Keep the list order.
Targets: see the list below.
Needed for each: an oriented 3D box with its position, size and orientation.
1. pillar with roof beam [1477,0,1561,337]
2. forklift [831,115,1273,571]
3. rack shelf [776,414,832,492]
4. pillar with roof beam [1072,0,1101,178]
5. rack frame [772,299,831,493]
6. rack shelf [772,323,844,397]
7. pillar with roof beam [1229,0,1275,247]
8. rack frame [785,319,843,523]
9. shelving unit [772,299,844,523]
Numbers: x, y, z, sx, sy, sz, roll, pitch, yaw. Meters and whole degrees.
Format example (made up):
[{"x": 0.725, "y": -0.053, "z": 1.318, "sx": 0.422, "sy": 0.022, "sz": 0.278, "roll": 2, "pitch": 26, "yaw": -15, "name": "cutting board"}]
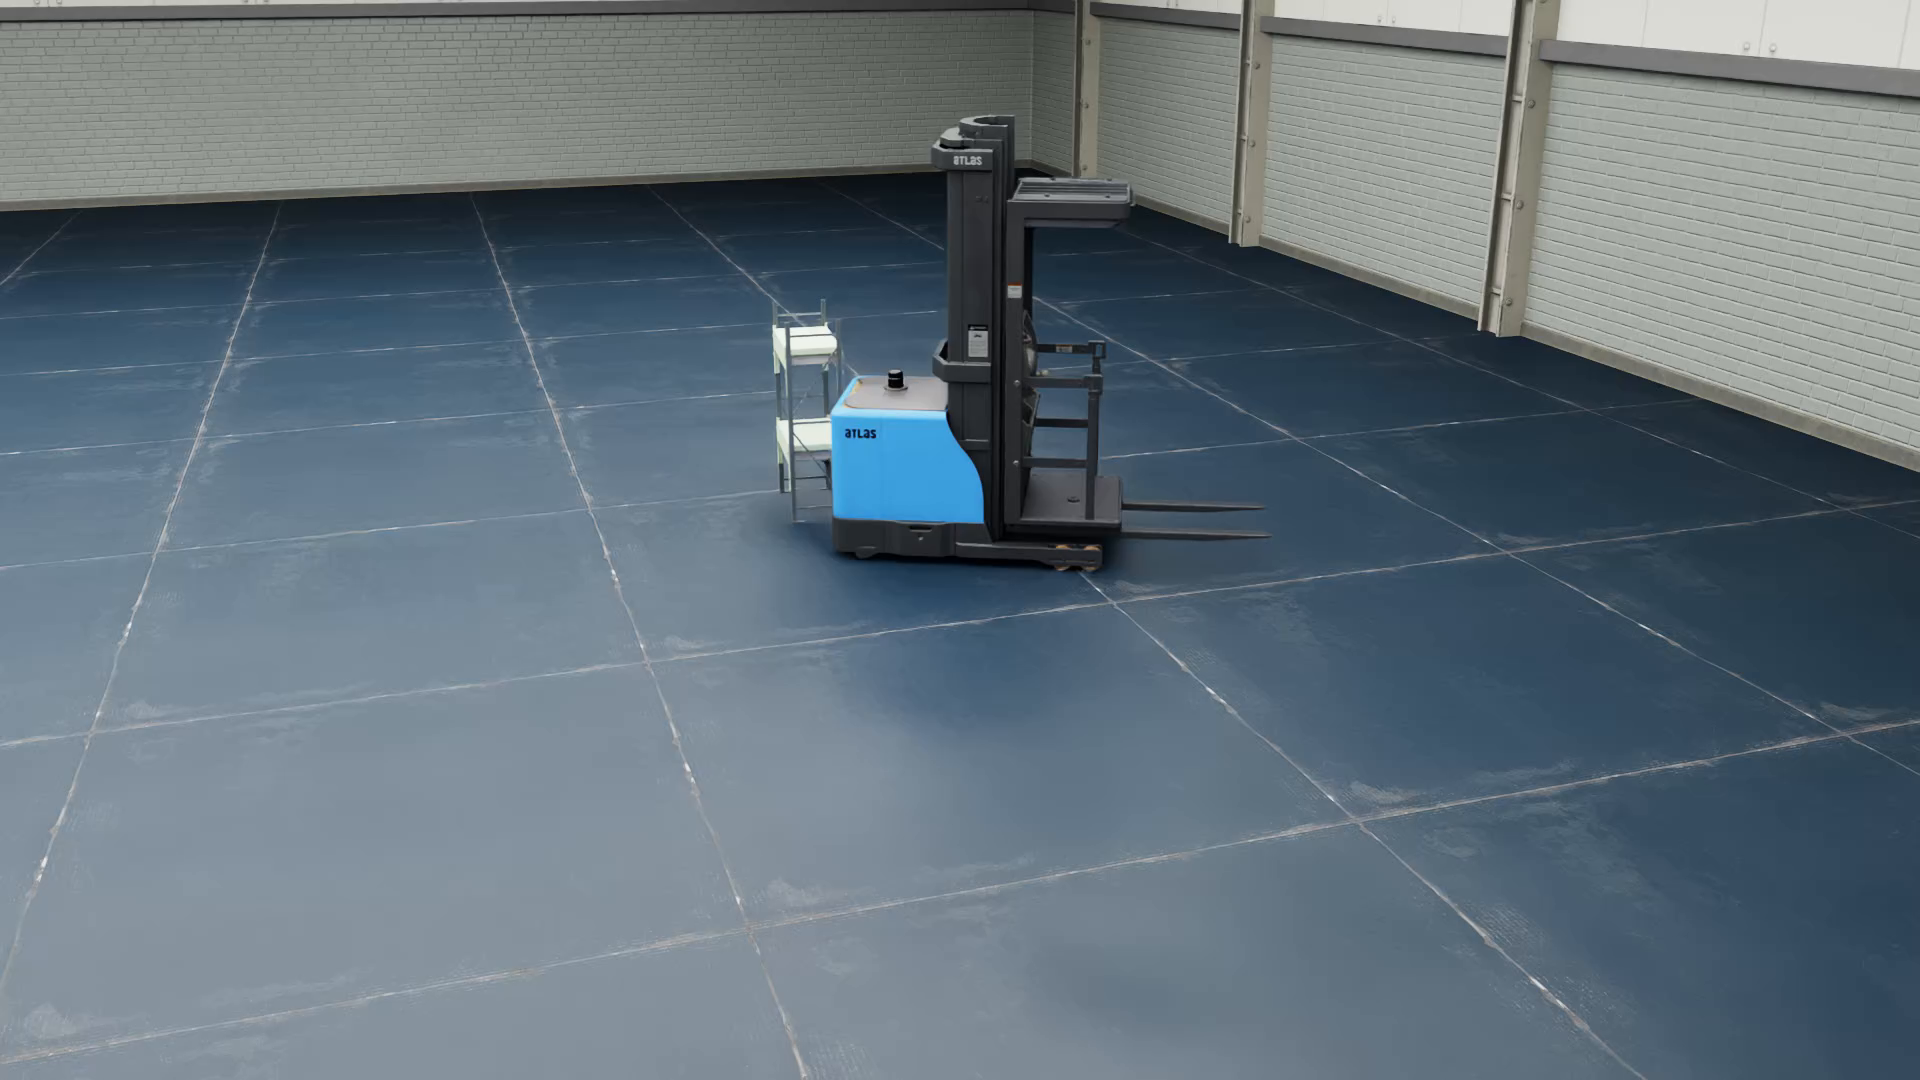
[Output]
[{"x": 1.840, "y": -6.057, "z": 15.468, "sx": 9.100, "sy": 9.000, "sz": 0.400, "roll": -6, "pitch": 21, "yaw": -17, "name": "pillar with roof beam"}, {"x": 0.661, "y": -1.358, "z": 11.360, "sx": 3.031, "sy": 2.935, "sz": 1.130, "roll": 2, "pitch": 20, "yaw": 5, "name": "forklift"}, {"x": -1.126, "y": -0.662, "z": 12.506, "sx": 0.431, "sy": 0.370, "sz": 0.720, "roll": -4, "pitch": 20, "yaw": -12, "name": "rack shelf"}, {"x": -1.931, "y": -9.908, "z": 26.190, "sx": 9.100, "sy": 9.000, "sz": 0.400, "roll": -6, "pitch": 21, "yaw": -17, "name": "pillar with roof beam"}, {"x": -1.207, "y": -1.090, "z": 12.732, "sx": 0.400, "sy": 1.500, "sz": 0.023, "roll": -4, "pitch": 20, "yaw": -12, "name": "rack frame"}, {"x": -1.126, "y": -1.336, "z": 12.264, "sx": 0.431, "sy": 0.370, "sz": 0.720, "roll": -4, "pitch": 20, "yaw": -12, "name": "rack shelf"}, {"x": -0.046, "y": -7.983, "z": 20.829, "sx": 9.100, "sy": 9.000, "sz": 0.400, "roll": -6, "pitch": 21, "yaw": -17, "name": "pillar with roof beam"}, {"x": -1.044, "y": -0.849, "z": 12.060, "sx": 0.400, "sy": 1.500, "sz": 0.023, "roll": -4, "pitch": 20, "yaw": -12, "name": "rack frame"}, {"x": -1.126, "y": -0.969, "z": 12.396, "sx": 0.431, "sy": 1.500, "sz": 0.755, "roll": -4, "pitch": 20, "yaw": -12, "name": "shelving unit"}]
